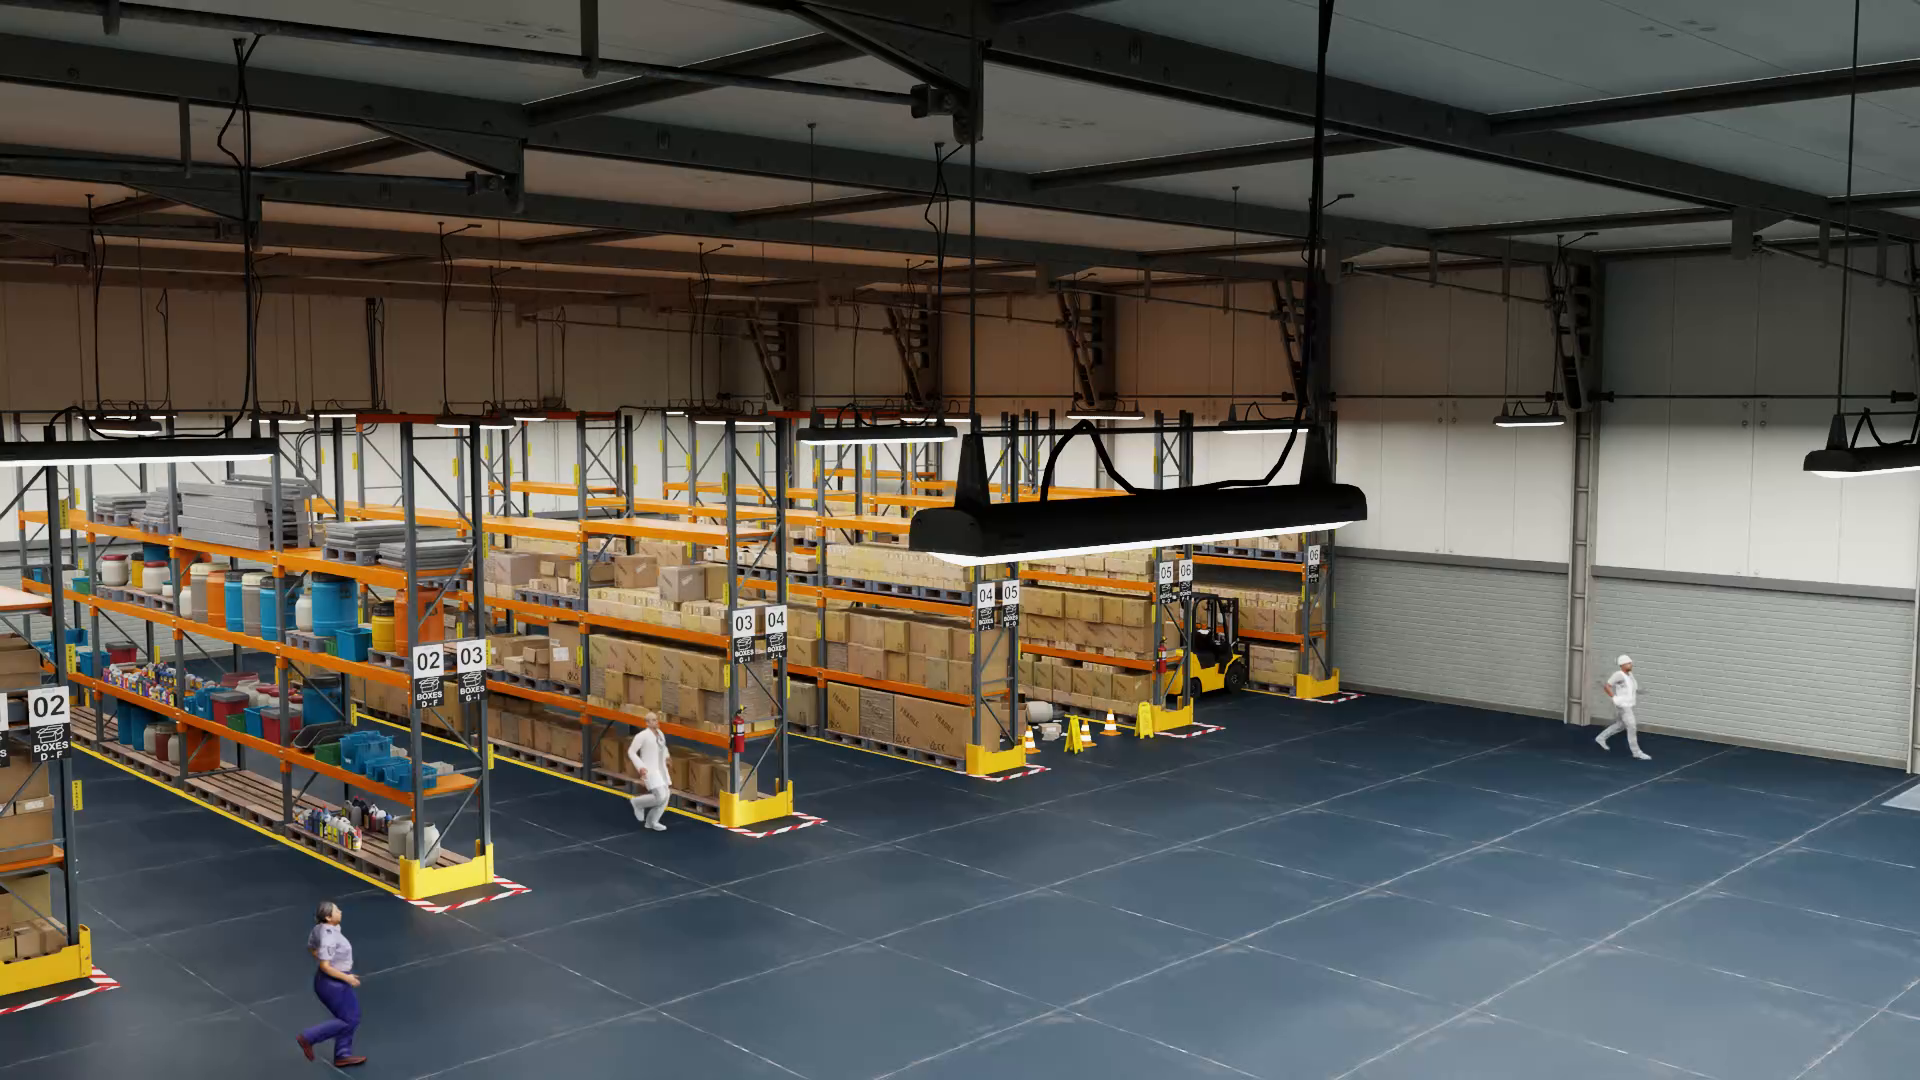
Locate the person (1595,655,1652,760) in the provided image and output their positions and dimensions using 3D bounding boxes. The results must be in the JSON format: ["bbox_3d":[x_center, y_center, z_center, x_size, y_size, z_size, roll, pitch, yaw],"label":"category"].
[{"bbox_3d":[11.599,2.892,29.040,0.997,1.769,0.700,4,6,37],"label":"person"}]

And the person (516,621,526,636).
[{"bbox_3d":[-10.820,1.894,41.035,0.640,1.849,0.754,4,6,36],"label":"person"}]

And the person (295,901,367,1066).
[{"bbox_3d":[-5.933,4.178,15.620,0.644,1.601,0.607,-3,6,-30],"label":"person"}]

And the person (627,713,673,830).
[{"bbox_3d":[-4.476,3.368,24.239,0.612,1.715,0.709,3,6,28],"label":"person"}]
